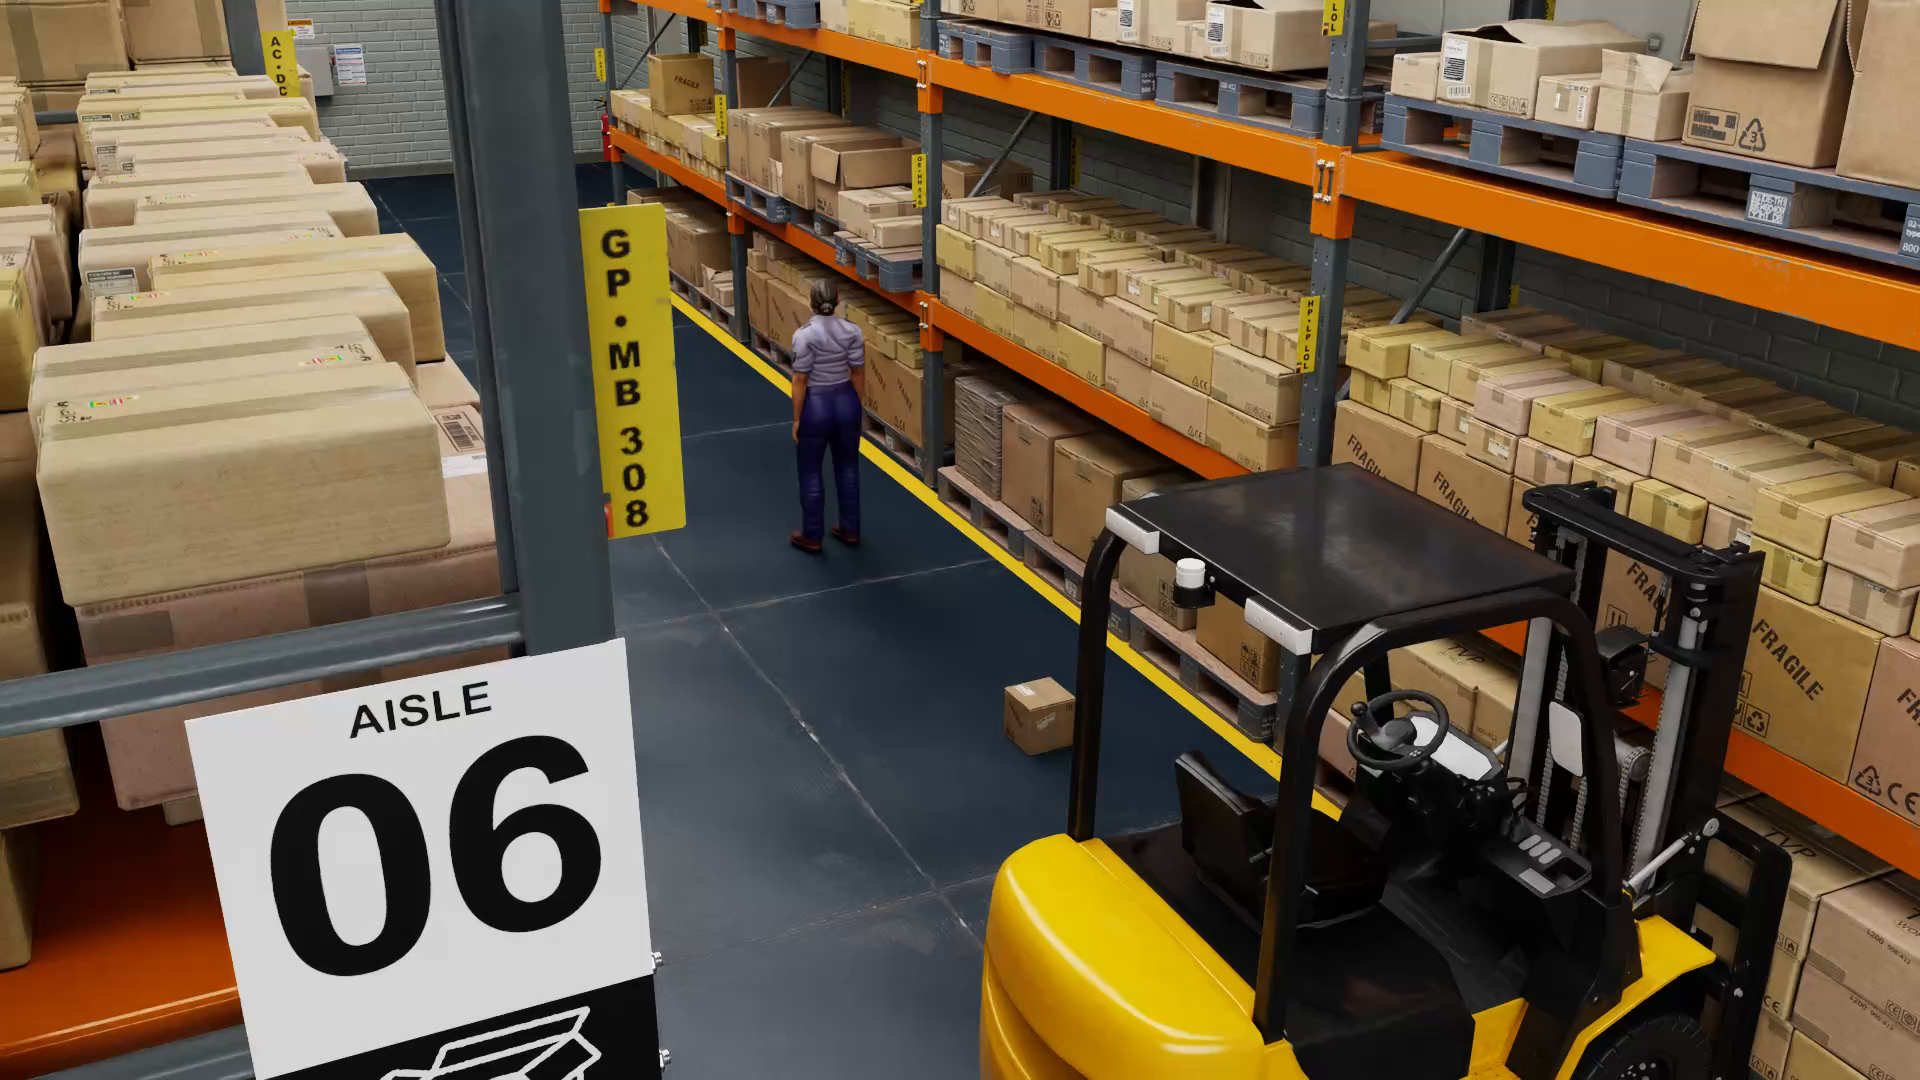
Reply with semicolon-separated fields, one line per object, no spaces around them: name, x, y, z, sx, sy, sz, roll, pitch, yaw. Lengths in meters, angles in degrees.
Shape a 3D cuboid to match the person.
person;-0.800;-0.755;9.908;0.473;1.650;0.354;-12;25;-26
